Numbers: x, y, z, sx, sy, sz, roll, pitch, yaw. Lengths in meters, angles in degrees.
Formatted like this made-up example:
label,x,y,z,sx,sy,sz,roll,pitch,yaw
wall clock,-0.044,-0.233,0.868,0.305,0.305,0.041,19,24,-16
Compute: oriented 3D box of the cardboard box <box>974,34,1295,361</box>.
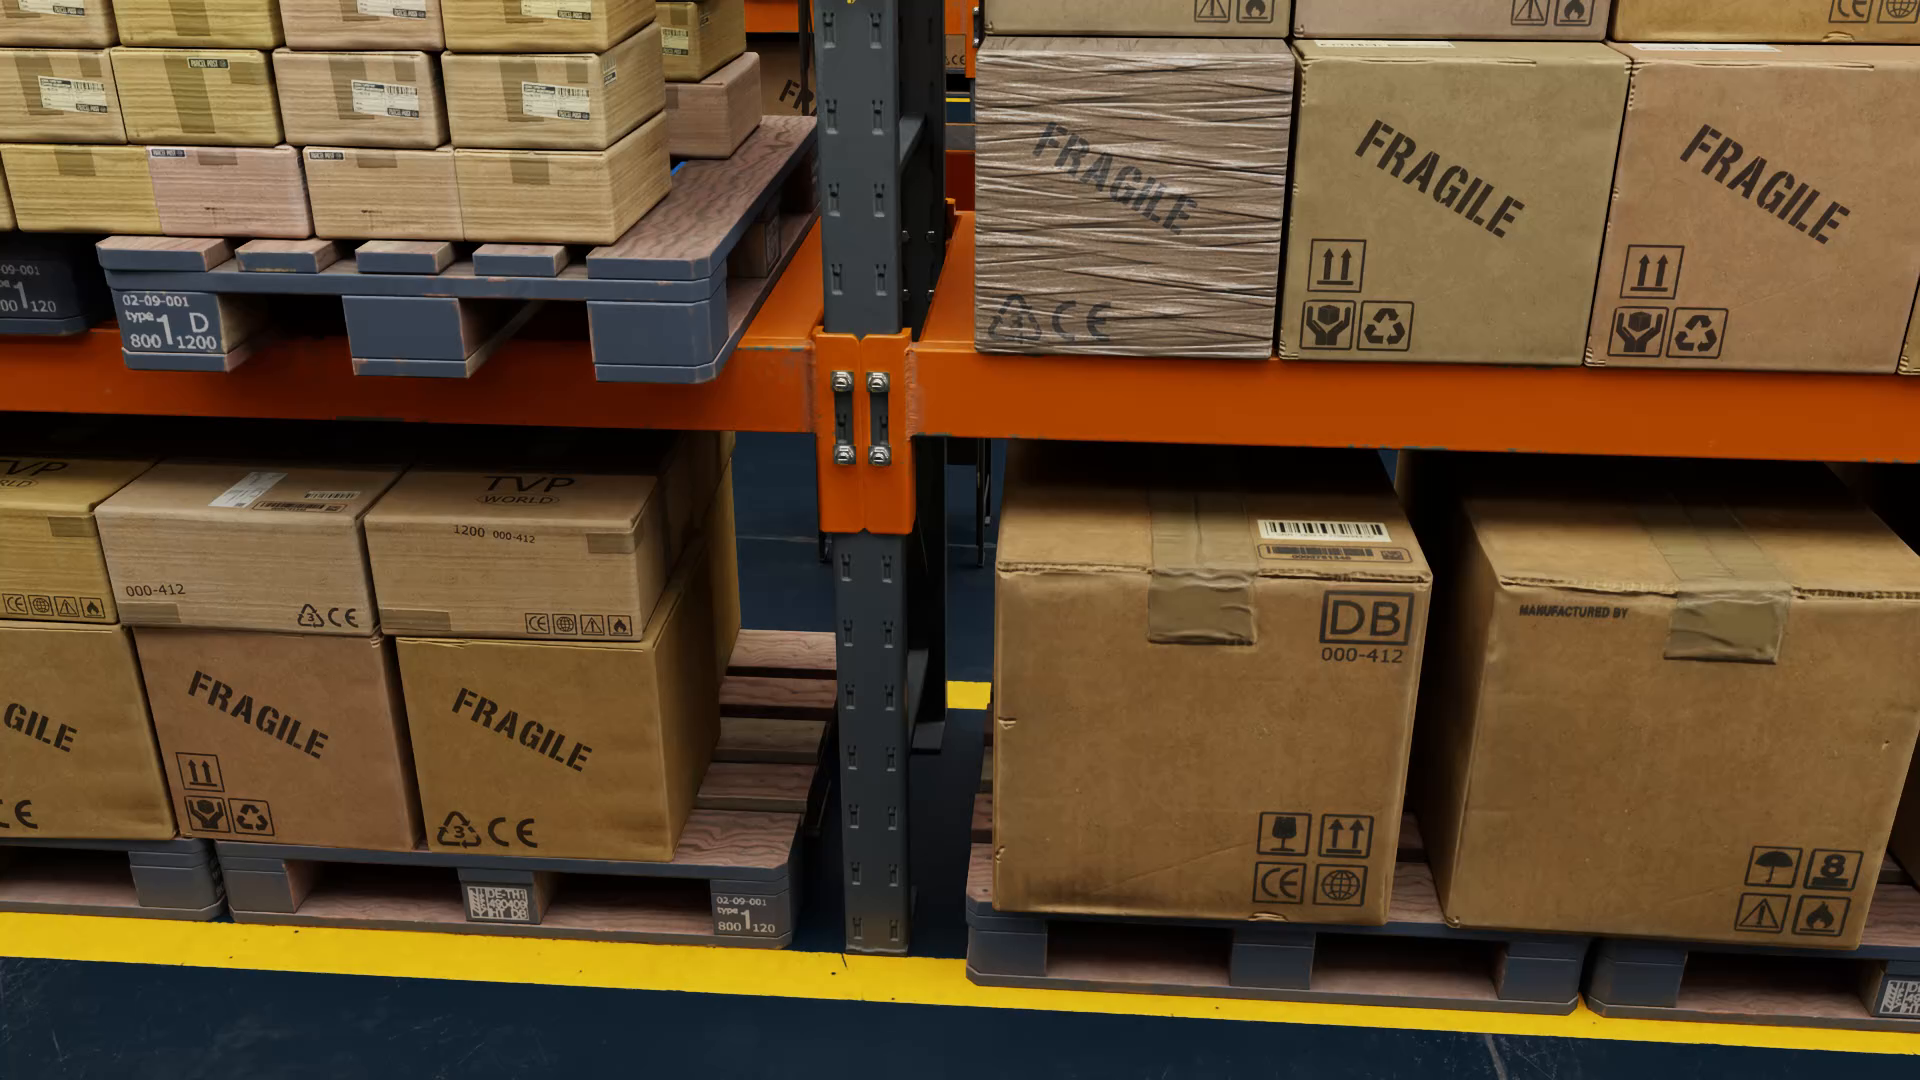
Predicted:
label,x,y,z,sx,sy,sz,roll,pitch,yaw
cardboard box,0.294,-0.638,2.929,0.500,0.500,0.500,2,25,5

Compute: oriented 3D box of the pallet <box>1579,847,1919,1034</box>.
label,x,y,z,sx,sy,sz,roll,pitch,yaw
pallet,1.861,0.644,3.599,1.213,0.211,1.003,2,25,4

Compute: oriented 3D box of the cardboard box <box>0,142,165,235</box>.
label,x,y,z,sx,sy,sz,roll,pitch,yaw
cardboard box,-1.412,-0.647,2.866,0.250,0.149,0.380,2,25,3

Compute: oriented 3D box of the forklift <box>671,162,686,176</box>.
label,x,y,z,sx,sy,sz,roll,pitch,yaw
forklift,-2.351,-2.039,6.176,3.031,2.935,1.130,17,29,32

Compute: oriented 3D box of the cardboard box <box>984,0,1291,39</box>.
label,x,y,z,sx,sy,sz,roll,pitch,yaw
cardboard box,0.314,-1.201,2.956,0.500,0.500,0.700,2,25,4

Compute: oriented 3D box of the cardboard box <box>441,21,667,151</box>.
label,x,y,z,sx,sy,sz,roll,pitch,yaw
cardboard box,-0.660,-0.758,2.751,0.250,0.149,0.380,2,25,5

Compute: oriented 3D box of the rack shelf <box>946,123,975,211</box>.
label,x,y,z,sx,sy,sz,roll,pitch,yaw
rack shelf,-0.165,-0.947,4.828,0.480,0.518,0.431,2,25,4

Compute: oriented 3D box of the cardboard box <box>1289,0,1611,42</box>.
label,x,y,z,sx,sy,sz,roll,pitch,yaw
cardboard box,0.819,-1.185,2.922,0.500,0.500,0.700,1,25,3

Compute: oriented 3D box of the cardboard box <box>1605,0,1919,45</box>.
label,x,y,z,sx,sy,sz,roll,pitch,yaw
cardboard box,1.330,-1.170,2.888,0.500,0.500,0.700,1,25,3

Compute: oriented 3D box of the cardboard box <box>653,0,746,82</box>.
label,x,y,z,sx,sy,sz,roll,pitch,yaw
cardboard box,-0.599,-1.031,3.344,0.250,0.149,0.380,3,25,6

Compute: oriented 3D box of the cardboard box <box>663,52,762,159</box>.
label,x,y,z,sx,sy,sz,roll,pitch,yaw
cardboard box,-0.563,-0.895,3.405,0.250,0.149,0.380,2,25,3

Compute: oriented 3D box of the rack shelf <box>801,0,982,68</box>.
label,x,y,z,sx,sy,sz,roll,pitch,yaw
rack shelf,-0.165,-1.583,4.536,0.480,0.518,0.431,2,25,4

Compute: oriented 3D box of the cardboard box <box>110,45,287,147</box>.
label,x,y,z,sx,sy,sz,roll,pitch,yaw
cardboard box,-1.189,-0.773,2.784,0.250,0.149,0.380,2,25,5

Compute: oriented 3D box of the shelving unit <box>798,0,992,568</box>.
label,x,y,z,sx,sy,sz,roll,pitch,yaw
shelving unit,-0.165,-0.959,4.823,0.503,2.100,0.431,2,25,4

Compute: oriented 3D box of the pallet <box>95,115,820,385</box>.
label,x,y,z,sx,sy,sz,roll,pitch,yaw
pallet,-0.851,-0.611,3.219,1.003,0.211,1.213,2,25,4

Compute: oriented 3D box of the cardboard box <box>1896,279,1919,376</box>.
label,x,y,z,sx,sy,sz,roll,pitch,yaw
cardboard box,1.801,-0.590,2.825,0.500,0.500,0.500,2,25,3

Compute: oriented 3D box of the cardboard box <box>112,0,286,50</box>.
label,x,y,z,sx,sy,sz,roll,pitch,yaw
cardboard box,-1.168,-0.909,2.723,0.250,0.149,0.380,3,25,6

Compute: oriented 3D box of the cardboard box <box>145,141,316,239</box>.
label,x,y,z,sx,sy,sz,roll,pitch,yaw
cardboard box,-1.163,-0.638,2.845,0.250,0.149,0.380,2,25,5

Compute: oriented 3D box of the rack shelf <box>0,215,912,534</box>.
label,x,y,z,sx,sy,sz,roll,pitch,yaw
rack shelf,-2.127,-0.457,3.516,4.000,0.370,1.077,2,25,4

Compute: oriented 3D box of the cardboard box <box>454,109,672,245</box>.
label,x,y,z,sx,sy,sz,roll,pitch,yaw
cardboard box,-0.660,-0.621,2.809,0.250,0.149,0.380,2,25,5

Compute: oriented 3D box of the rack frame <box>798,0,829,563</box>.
label,x,y,z,sx,sy,sz,roll,pitch,yaw
rack frame,-0.408,-0.967,4.840,0.015,2.100,0.400,2,25,4

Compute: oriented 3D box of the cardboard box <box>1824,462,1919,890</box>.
label,x,y,z,sx,sy,sz,roll,pitch,yaw
cardboard box,2.268,0.224,3.363,0.750,0.750,1.050,2,25,4

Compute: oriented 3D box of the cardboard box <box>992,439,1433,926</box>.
label,x,y,z,sx,sy,sz,roll,pitch,yaw
cardboard box,0.468,0.168,3.485,0.750,0.750,1.050,2,25,3

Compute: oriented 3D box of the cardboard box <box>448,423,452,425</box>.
label,x,y,z,sx,sy,sz,roll,pitch,yaw
cardboard box,-1.307,-0.255,3.807,0.500,0.250,0.500,2,25,3

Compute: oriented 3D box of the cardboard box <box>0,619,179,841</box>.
label,x,y,z,sx,sy,sz,roll,pitch,yaw
cardboard box,-1.855,0.284,3.531,0.500,0.500,0.500,1,25,2

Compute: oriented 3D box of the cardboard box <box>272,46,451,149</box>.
label,x,y,z,sx,sy,sz,roll,pitch,yaw
cardboard box,-0.926,-0.766,2.768,0.250,0.149,0.380,3,25,6

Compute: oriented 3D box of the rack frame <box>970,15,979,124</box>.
label,x,y,z,sx,sy,sz,roll,pitch,yaw
rack frame,0.146,-2.786,7.717,0.127,3.000,1.000,2,25,4

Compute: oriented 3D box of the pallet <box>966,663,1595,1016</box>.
label,x,y,z,sx,sy,sz,roll,pitch,yaw
pallet,0.648,0.603,3.686,1.213,0.211,1.003,2,25,4

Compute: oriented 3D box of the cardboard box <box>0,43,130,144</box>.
label,x,y,z,sx,sy,sz,roll,pitch,yaw
cardboard box,-1.438,-0.781,2.801,0.250,0.149,0.380,2,25,4

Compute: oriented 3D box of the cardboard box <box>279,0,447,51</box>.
label,x,y,z,sx,sy,sz,roll,pitch,yaw
cardboard box,-0.906,-0.900,2.705,0.250,0.149,0.380,2,25,3

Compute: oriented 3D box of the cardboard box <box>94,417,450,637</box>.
label,x,y,z,sx,sy,sz,roll,pitch,yaw
cardboard box,-1.339,-0.040,3.339,0.500,0.250,0.500,2,25,5

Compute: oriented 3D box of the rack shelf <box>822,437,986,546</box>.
label,x,y,z,sx,sy,sz,roll,pitch,yaw
rack shelf,-0.165,-0.311,5.121,0.480,0.518,0.431,2,25,4

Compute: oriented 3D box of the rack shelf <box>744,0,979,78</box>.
label,x,y,z,sx,sy,sz,roll,pitch,yaw
rack shelf,-1.848,-2.523,8.006,4.000,0.370,1.077,2,25,4

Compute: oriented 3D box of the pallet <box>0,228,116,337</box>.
label,x,y,z,sx,sy,sz,roll,pitch,yaw
pallet,-2.109,-0.679,3.367,1.213,0.211,1.003,2,25,4

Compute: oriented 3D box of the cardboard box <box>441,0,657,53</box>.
label,x,y,z,sx,sy,sz,roll,pitch,yaw
cardboard box,-0.656,-0.891,2.685,0.250,0.149,0.380,1,25,2

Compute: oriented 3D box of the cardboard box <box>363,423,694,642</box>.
label,x,y,z,sx,sy,sz,roll,pitch,yaw
cardboard box,-0.834,-0.028,3.314,0.500,0.250,0.500,1,25,3

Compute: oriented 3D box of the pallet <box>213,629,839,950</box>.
label,x,y,z,sx,sy,sz,roll,pitch,yaw
pallet,-0.912,0.521,3.865,1.213,0.211,1.003,2,25,4

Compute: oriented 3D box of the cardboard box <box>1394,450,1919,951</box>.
label,x,y,z,sx,sy,sz,roll,pitch,yaw
cardboard box,1.340,0.195,3.427,0.750,0.750,1.050,2,25,5

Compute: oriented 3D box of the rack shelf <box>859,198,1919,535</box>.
label,x,y,z,sx,sy,sz,roll,pitch,yaw
rack shelf,1.862,-0.329,3.237,4.000,0.370,1.077,2,25,4

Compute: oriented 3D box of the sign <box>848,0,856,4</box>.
label,x,y,z,sx,sy,sz,roll,pitch,yaw
sign,-0.165,-0.983,2.508,0.005,0.325,0.100,2,25,4

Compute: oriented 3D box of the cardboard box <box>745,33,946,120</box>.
label,x,y,z,sx,sy,sz,roll,pitch,yaw
cardboard box,-0.537,-2.069,8.196,0.875,0.875,0.875,2,25,4

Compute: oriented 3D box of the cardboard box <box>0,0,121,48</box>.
label,x,y,z,sx,sy,sz,roll,pitch,yaw
cardboard box,-1.434,-0.916,2.738,0.250,0.149,0.380,3,25,6

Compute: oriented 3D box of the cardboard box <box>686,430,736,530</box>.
label,x,y,z,sx,sy,sz,roll,pitch,yaw
cardboard box,-0.802,-0.239,3.771,0.500,0.250,0.500,1,25,2

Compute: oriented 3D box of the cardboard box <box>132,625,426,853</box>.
label,x,y,z,sx,sy,sz,roll,pitch,yaw
cardboard box,-1.326,0.295,3.509,0.500,0.500,0.500,3,25,6

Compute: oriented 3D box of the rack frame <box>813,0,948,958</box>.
label,x,y,z,sx,sy,sz,roll,pitch,yaw
rack frame,-0.132,-0.720,3.226,0.127,3.000,1.000,2,25,4

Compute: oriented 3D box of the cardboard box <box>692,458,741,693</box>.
label,x,y,z,sx,sy,sz,roll,pitch,yaw
cardboard box,-0.818,0.096,3.941,0.500,0.500,0.500,1,25,2

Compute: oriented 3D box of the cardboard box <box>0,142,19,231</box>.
label,x,y,z,sx,sy,sz,roll,pitch,yaw
cardboard box,-1.680,-0.655,2.883,0.250,0.149,0.380,1,25,2

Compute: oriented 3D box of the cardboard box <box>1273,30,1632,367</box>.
label,x,y,z,sx,sy,sz,roll,pitch,yaw
cardboard box,0.802,-0.623,2.897,0.500,0.500,0.500,2,25,3

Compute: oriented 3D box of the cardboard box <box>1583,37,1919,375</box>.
label,x,y,z,sx,sy,sz,roll,pitch,yaw
cardboard box,1.304,-0.607,2.861,0.500,0.500,0.500,2,25,4

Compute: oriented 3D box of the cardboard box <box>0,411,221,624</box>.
label,x,y,z,sx,sy,sz,roll,pitch,yaw
cardboard box,-1.844,-0.063,3.389,0.500,0.250,0.500,2,25,5

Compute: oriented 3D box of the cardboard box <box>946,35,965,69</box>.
label,x,y,z,sx,sy,sz,roll,pitch,yaw
cardboard box,0.084,-3.834,12.482,0.500,0.500,0.500,3,25,6

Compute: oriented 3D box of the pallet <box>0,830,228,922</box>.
label,x,y,z,sx,sy,sz,roll,pitch,yaw
pallet,-2.125,0.481,3.952,1.213,0.211,1.003,2,25,4

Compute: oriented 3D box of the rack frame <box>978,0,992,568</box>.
label,x,y,z,sx,sy,sz,roll,pitch,yaw
rack frame,0.078,-0.951,4.806,0.015,2.100,0.400,2,25,4

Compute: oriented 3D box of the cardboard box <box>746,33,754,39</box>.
label,x,y,z,sx,sy,sz,roll,pitch,yaw
cardboard box,-1.426,-2.099,8.262,0.875,0.875,0.875,2,25,5

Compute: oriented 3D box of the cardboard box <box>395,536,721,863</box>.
label,x,y,z,sx,sy,sz,roll,pitch,yaw
cardboard box,-0.809,0.313,3.470,0.500,0.500,0.500,2,25,4

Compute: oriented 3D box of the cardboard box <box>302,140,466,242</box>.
label,x,y,z,sx,sy,sz,roll,pitch,yaw
cardboard box,-0.907,-0.629,2.828,0.250,0.149,0.380,2,25,4

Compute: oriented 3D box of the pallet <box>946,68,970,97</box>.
label,x,y,z,sx,sy,sz,roll,pitch,yaw
pallet,-0.220,-3.628,12.882,1.213,0.211,1.003,2,25,4
